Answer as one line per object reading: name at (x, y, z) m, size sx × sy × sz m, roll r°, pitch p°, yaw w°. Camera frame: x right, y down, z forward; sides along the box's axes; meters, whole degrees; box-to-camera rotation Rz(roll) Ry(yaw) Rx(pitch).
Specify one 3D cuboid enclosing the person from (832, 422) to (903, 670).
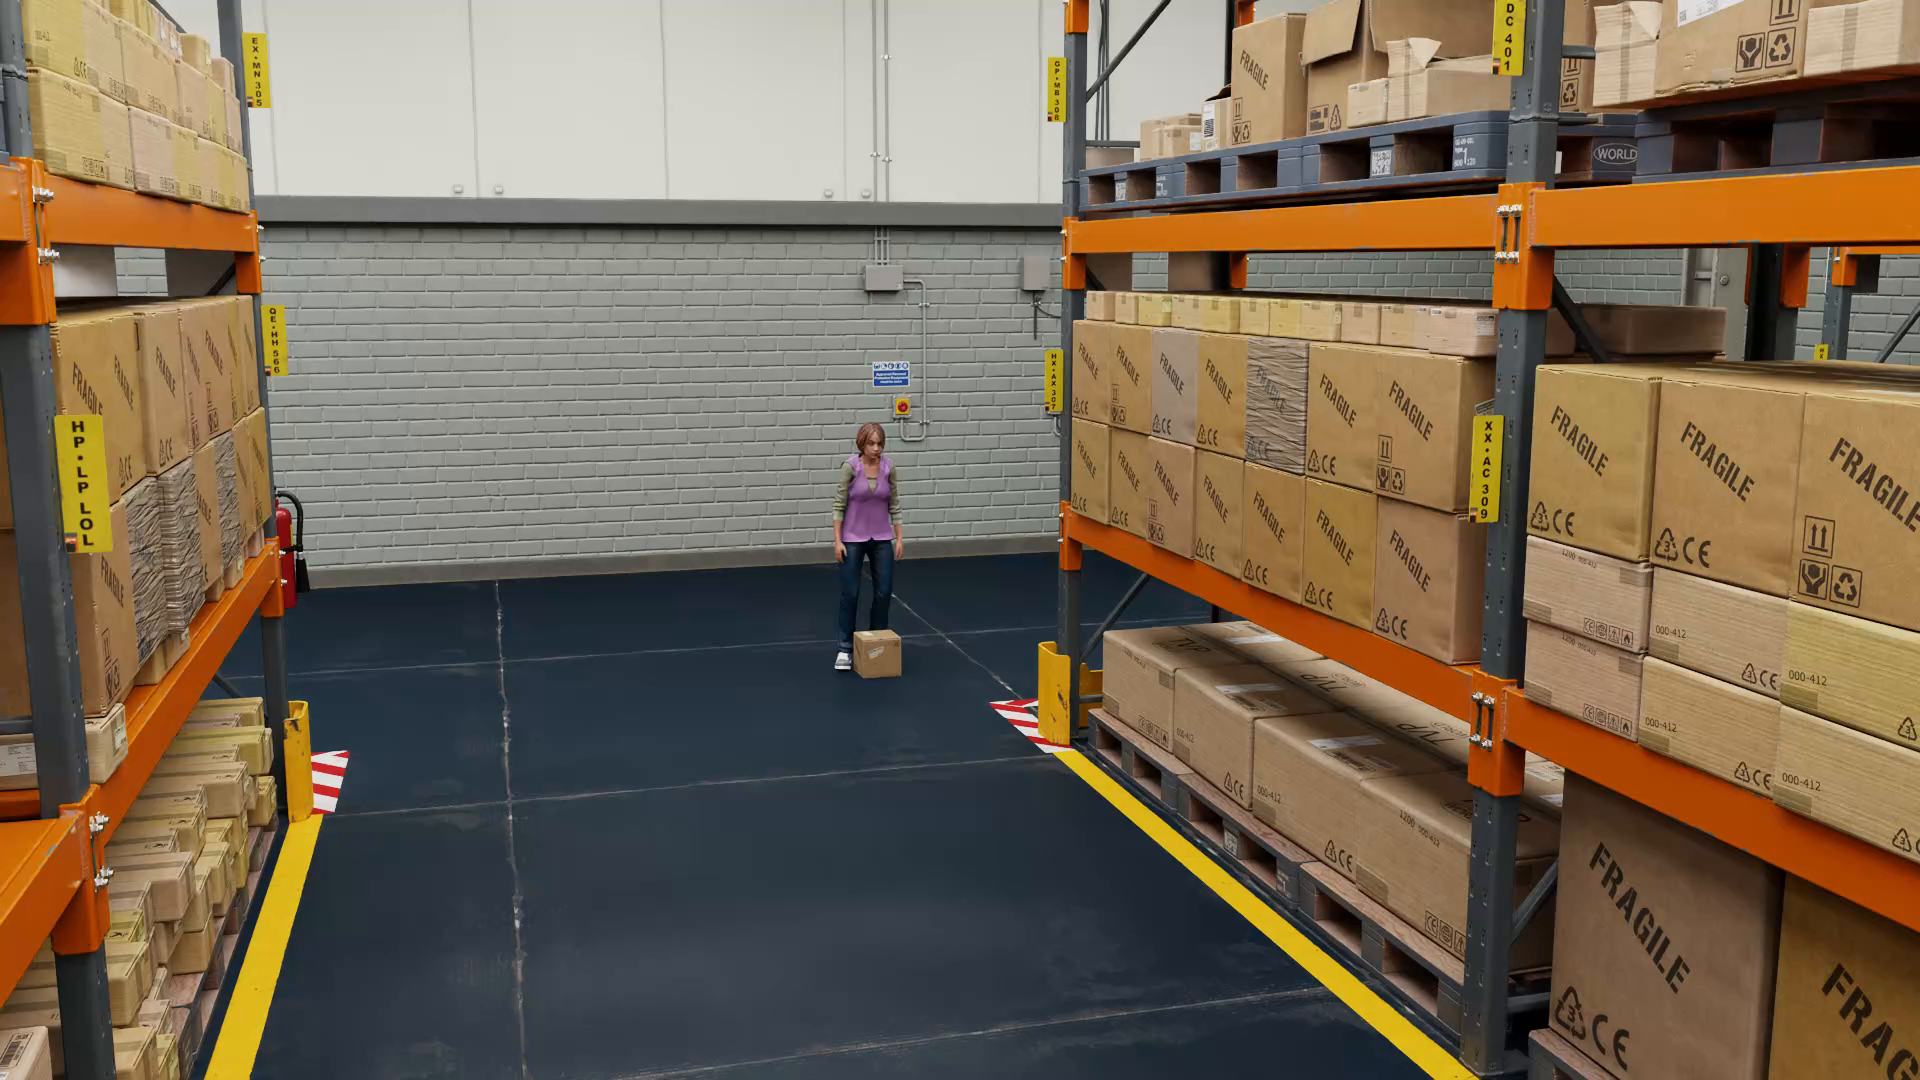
person at (-0.596, 0.031, 10.729) m, size 0.479 × 1.593 × 0.368 m, roll -3°, pitch 10°, yaw -18°
